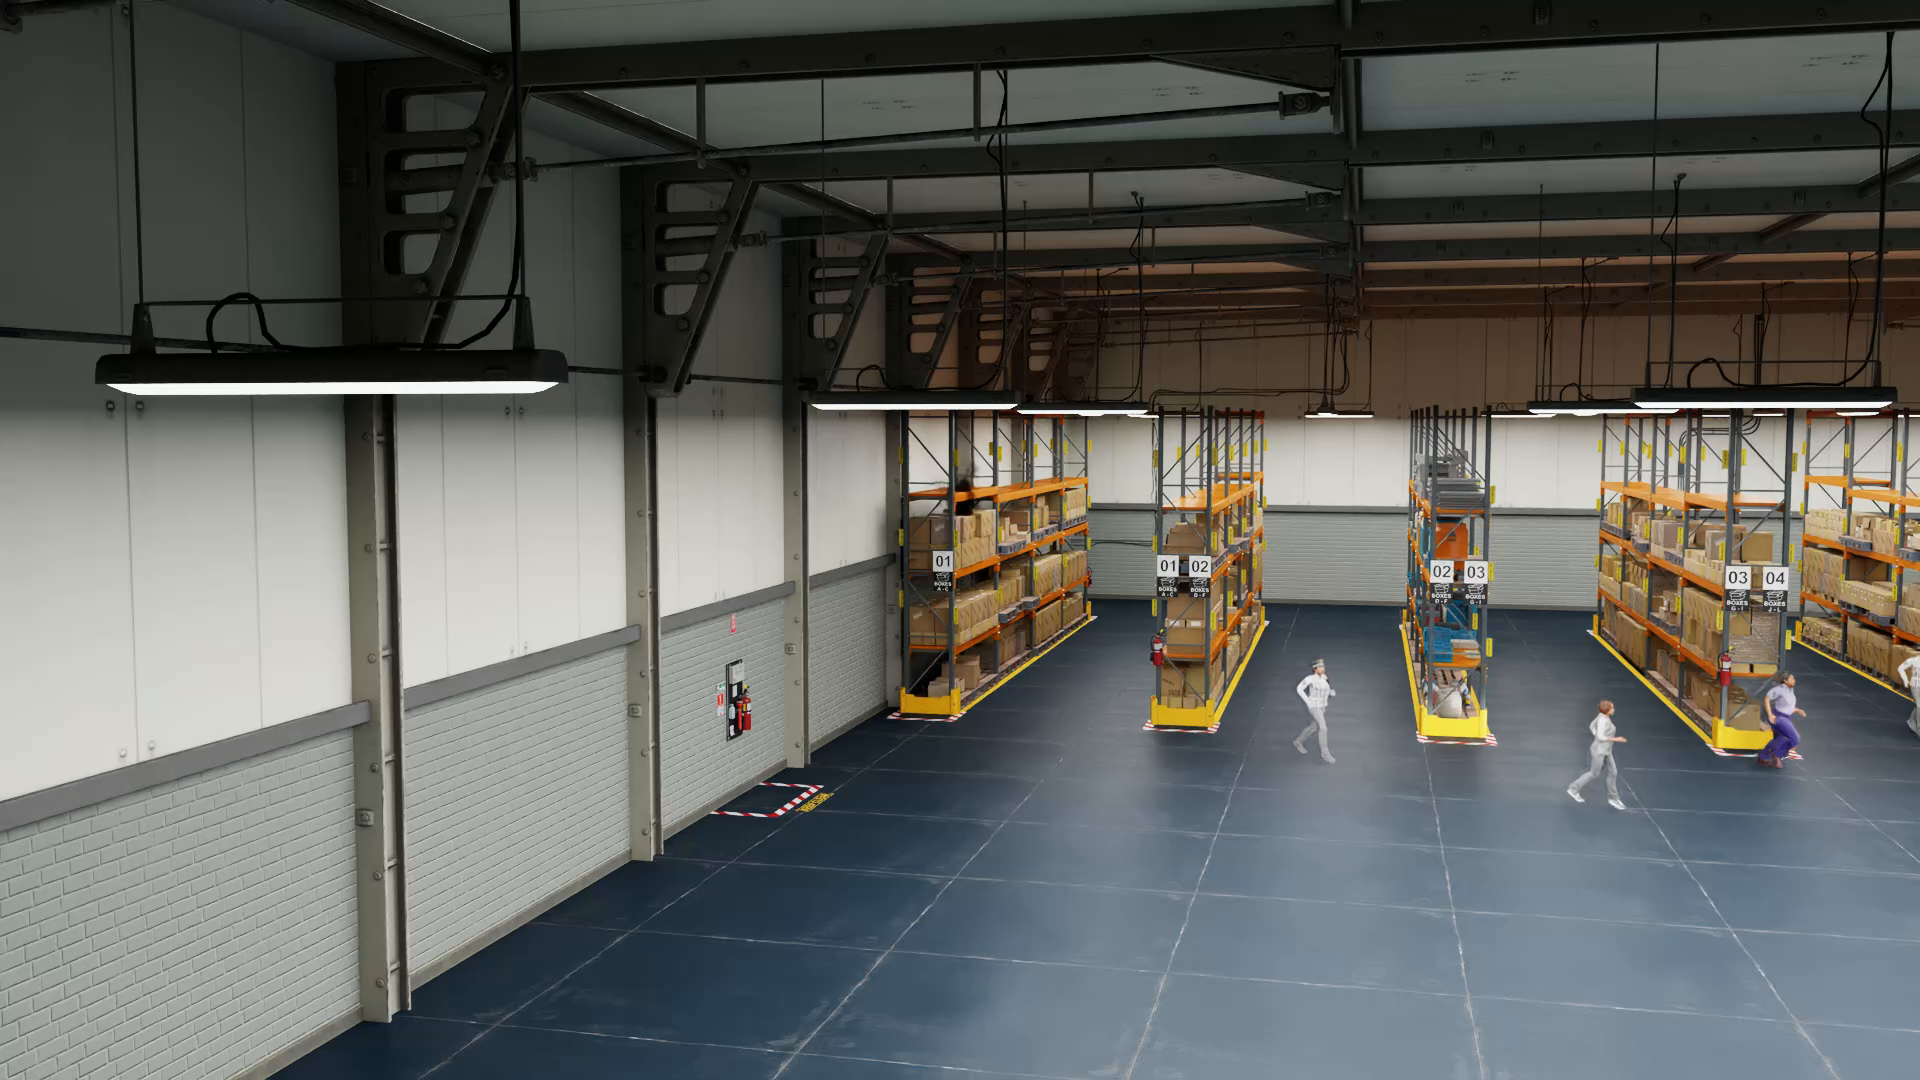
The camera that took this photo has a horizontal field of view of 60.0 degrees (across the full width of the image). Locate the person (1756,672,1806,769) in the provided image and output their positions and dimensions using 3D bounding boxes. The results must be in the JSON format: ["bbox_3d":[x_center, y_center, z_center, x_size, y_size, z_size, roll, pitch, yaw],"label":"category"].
[{"bbox_3d":[13.499,2.963,27.336,0.739,1.577,0.526,4,5,41],"label":"person"}]

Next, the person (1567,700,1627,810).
[{"bbox_3d":[9.443,3.157,24.601,0.833,1.617,0.508,3,5,33],"label":"person"}]

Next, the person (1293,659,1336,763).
[{"bbox_3d":[6.045,2.856,28.162,0.593,1.729,0.845,-4,6,-44],"label":"person"}]

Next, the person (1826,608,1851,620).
[{"bbox_3d":[23.483,1.727,44.205,0.746,1.675,0.551,1,4,9],"label":"person"}]

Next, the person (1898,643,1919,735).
[{"bbox_3d":[17.412,2.699,30.137,0.598,1.724,0.870,0,4,-2],"label":"person"}]
